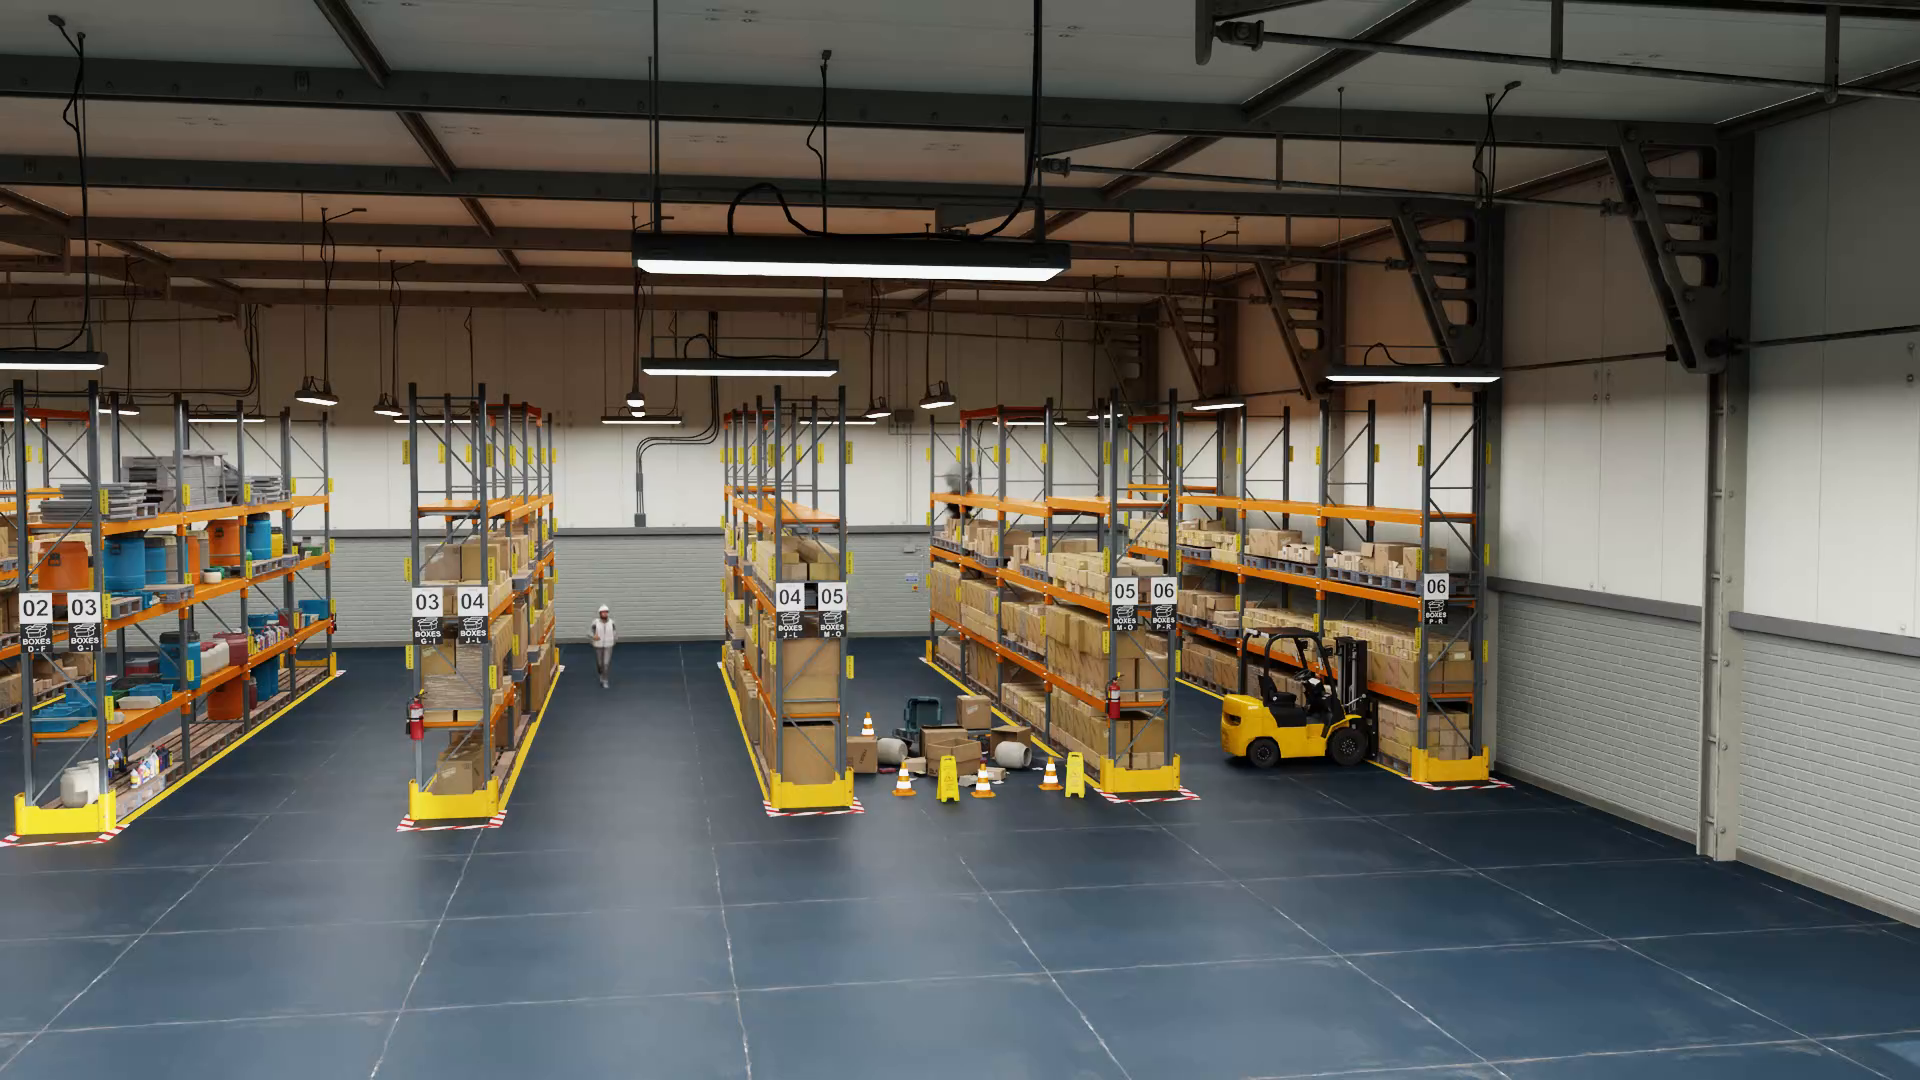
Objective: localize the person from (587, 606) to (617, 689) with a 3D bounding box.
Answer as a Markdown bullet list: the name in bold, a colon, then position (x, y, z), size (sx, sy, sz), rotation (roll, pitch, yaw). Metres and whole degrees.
- **person**: position (-7.732, 2.306, 35.975), size (0.654, 1.778, 0.836), rotation (-1, 3, -17)
